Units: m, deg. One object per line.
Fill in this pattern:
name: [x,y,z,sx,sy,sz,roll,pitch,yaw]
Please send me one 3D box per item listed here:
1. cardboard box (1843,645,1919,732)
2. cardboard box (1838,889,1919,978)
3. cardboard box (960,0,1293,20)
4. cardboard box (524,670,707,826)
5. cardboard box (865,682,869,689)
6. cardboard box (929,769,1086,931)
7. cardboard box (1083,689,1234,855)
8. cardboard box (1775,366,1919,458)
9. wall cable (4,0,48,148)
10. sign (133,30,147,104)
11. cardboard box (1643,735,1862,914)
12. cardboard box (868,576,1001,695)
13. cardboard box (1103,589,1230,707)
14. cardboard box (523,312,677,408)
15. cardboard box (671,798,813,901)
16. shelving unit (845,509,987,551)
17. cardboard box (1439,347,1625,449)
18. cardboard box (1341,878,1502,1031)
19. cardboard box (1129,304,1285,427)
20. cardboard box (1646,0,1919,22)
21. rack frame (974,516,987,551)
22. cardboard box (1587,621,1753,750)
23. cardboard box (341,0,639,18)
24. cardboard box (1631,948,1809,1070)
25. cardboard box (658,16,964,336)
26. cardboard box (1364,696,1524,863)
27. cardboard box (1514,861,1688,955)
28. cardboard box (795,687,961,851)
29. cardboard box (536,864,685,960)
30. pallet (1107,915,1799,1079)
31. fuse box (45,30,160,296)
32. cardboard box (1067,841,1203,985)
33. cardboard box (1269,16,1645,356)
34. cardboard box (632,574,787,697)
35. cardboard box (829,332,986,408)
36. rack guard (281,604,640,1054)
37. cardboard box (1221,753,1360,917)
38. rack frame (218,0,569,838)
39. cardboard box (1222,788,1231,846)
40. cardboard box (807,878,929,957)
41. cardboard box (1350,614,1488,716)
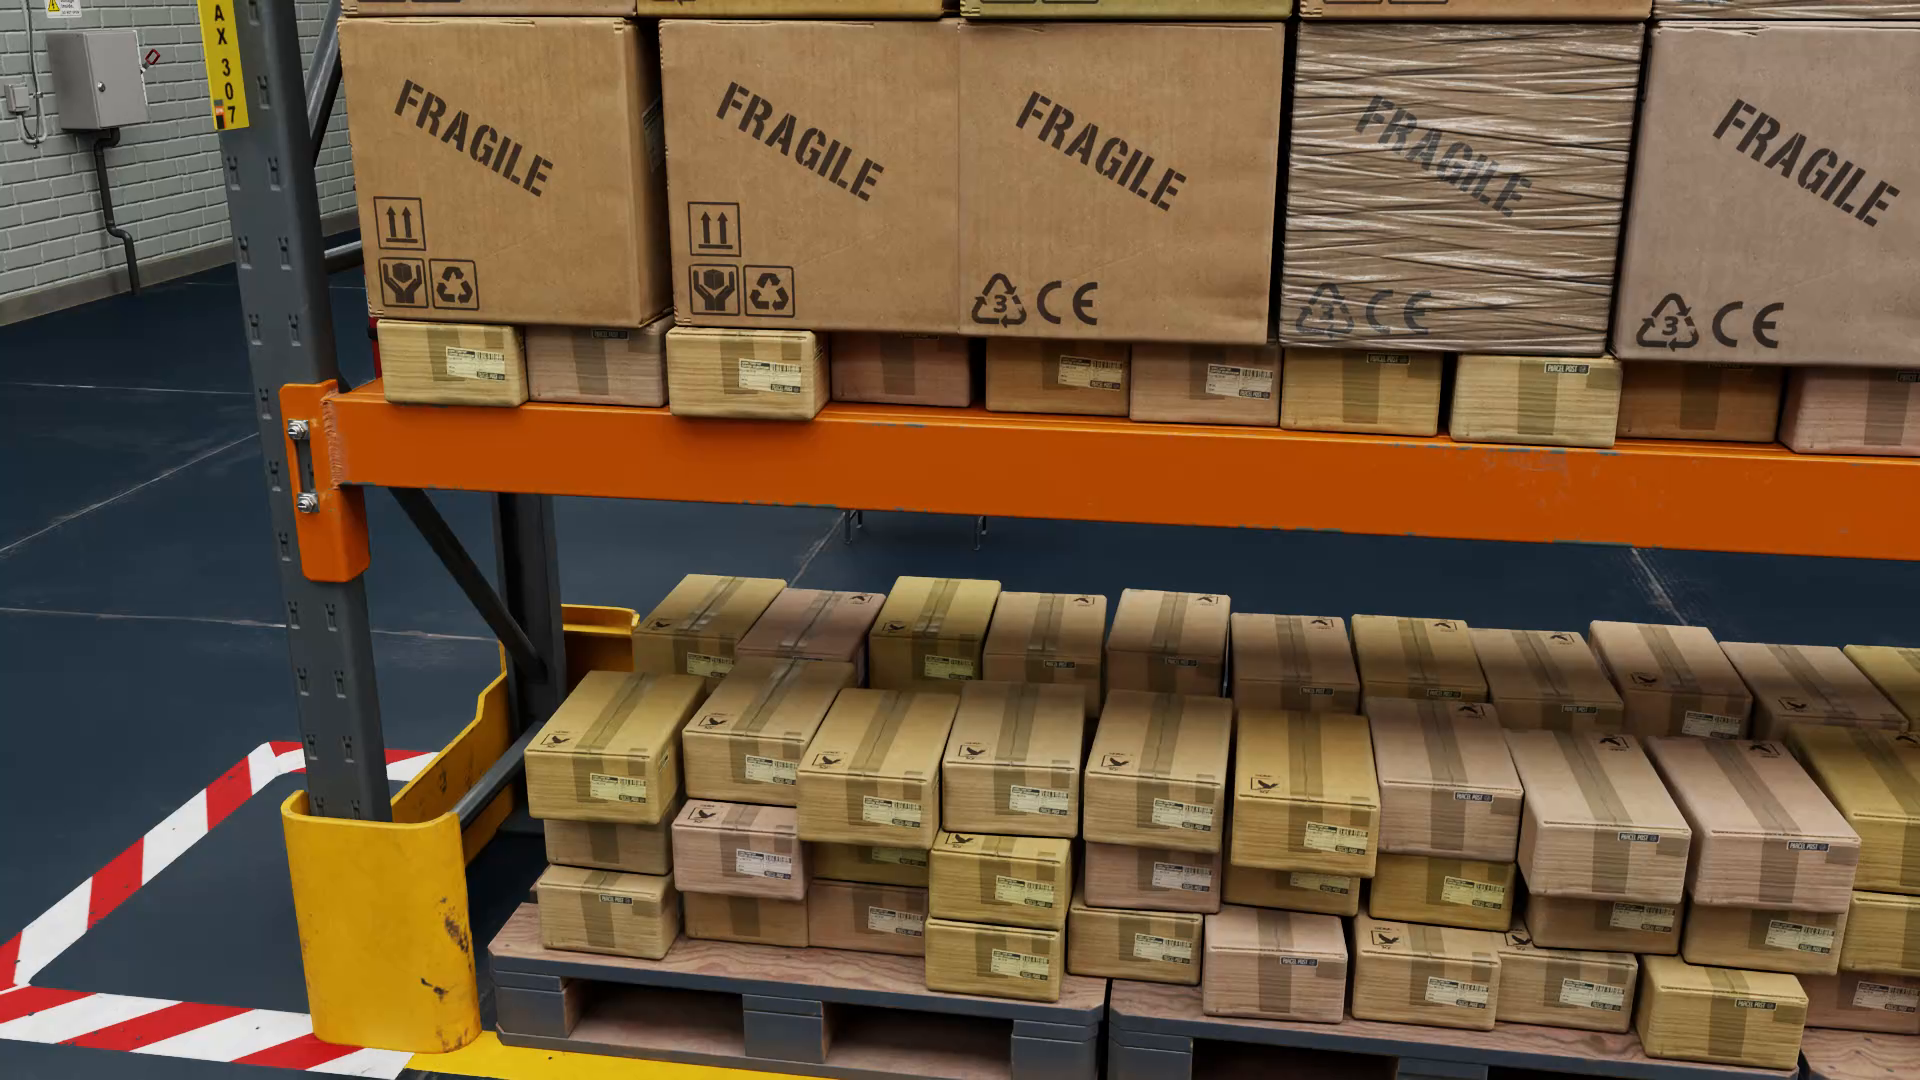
cardboard box: [1.993,0.358,3.400,0.250,0.149,0.380,3,19,8]
cardboard box: [1.690,0.634,3.044,0.250,0.149,0.380,3,19,9]
cardboard box: [0.281,-1.102,2.668,0.500,0.500,0.500,2,19,7]
cardboard box: [-0.666,0.401,3.270,0.250,0.149,0.380,2,19,6]
cardboard box: [-0.313,0.377,3.812,0.250,0.149,0.380,2,19,7]
cardboard box: [0.101,0.579,3.206,0.250,0.149,0.380,4,19,10]
cardboard box: [0.384,0.434,3.173,0.250,0.149,0.380,4,19,11]
cardboard box: [1.451,-0.259,2.745,0.250,0.149,0.380,2,19,6]
wall cable: [-5.801,-3.361,10.020,0.122,1.984,0.588,3,19,9]
sign: [-5.664,-3.205,11.305,0.001,0.494,0.329,3,19,9]
cardboard box: [1.396,0.501,2.973,0.250,0.149,0.380,2,19,6]
cardboard box: [-0.051,0.220,3.813,0.250,0.149,0.380,3,19,7]
cardboard box: [0.468,0.249,3.726,0.250,0.149,0.380,4,19,11]
cardboard box: [-0.603,-0.364,3.060,0.250,0.149,0.380,4,19,11]
cardboard box: [-0.391,0.548,3.301,0.250,0.149,0.380,3,19,8]
shelving unit: [-0.163,-0.577,6.138,0.503,1.200,0.258,3,19,9]
cardboard box: [0.946,-0.279,2.805,0.250,0.149,0.380,3,19,10]
cardboard box: [0.867,0.751,3.162,0.250,0.149,0.380,3,19,9]
cardboard box: [0.434,-0.321,2.931,0.250,0.149,0.380,3,19,8]
cardboard box: [1.299,-1.057,2.532,0.500,0.500,0.500,3,19,10]
rack frame: [0.077,-0.565,6.101,0.015,1.200,0.240,3,19,9]
cardboard box: [1.493,0.314,3.532,0.250,0.149,0.380,3,19,10]
cardboard box: [-0.728,-1.159,2.837,0.500,0.500,0.500,3,19,8]
cardboard box: [1.357,0.787,3.055,0.250,0.149,0.380,3,19,9]
cardboard box: [-0.197,-0.662,2.929,0.500,0.500,0.500,3,19,9]
cardboard box: [0.900,0.444,3.142,0.250,0.149,0.380,3,19,9]
cardboard box: [1.174,0.607,3.123,0.250,0.149,0.380,2,19,6]
cardboard box: [-0.146,0.430,3.183,0.250,0.149,0.380,3,19,9]
cardboard box: [-0.663,0.677,3.382,0.250,0.149,0.380,3,19,10]
pallet: [0.943,0.838,3.465,1.213,0.211,1.003,3,19,9]
fuse box: [-5.538,-2.474,11.001,0.414,1.711,0.539,3,19,9]
cardboard box: [0.357,0.705,3.299,0.250,0.149,0.380,3,19,9]
cardboard box: [0.789,-0.610,2.773,0.500,0.500,0.500,2,19,7]
cardboard box: [-0.566,0.216,3.824,0.250,0.149,0.380,3,19,9]
cardboard box: [-0.069,-0.364,3.059,0.250,0.149,0.380,4,19,11]
rack guard: [-1.054,0.587,3.760,0.348,0.500,1.175,3,19,9]
cardboard box: [0.652,0.564,3.253,0.250,0.149,0.380,4,19,11]
rack frame: [-1.129,-0.602,3.375,0.127,3.000,1.000,3,19,9]
cardboard box: [0.715,0.555,3.748,0.250,0.149,0.380,3,19,10]
cardboard box: [-0.145,0.675,3.389,0.250,0.149,0.380,3,19,9]
cardboard box: [0.974,0.301,3.570,0.250,0.149,0.380,3,19,9]
